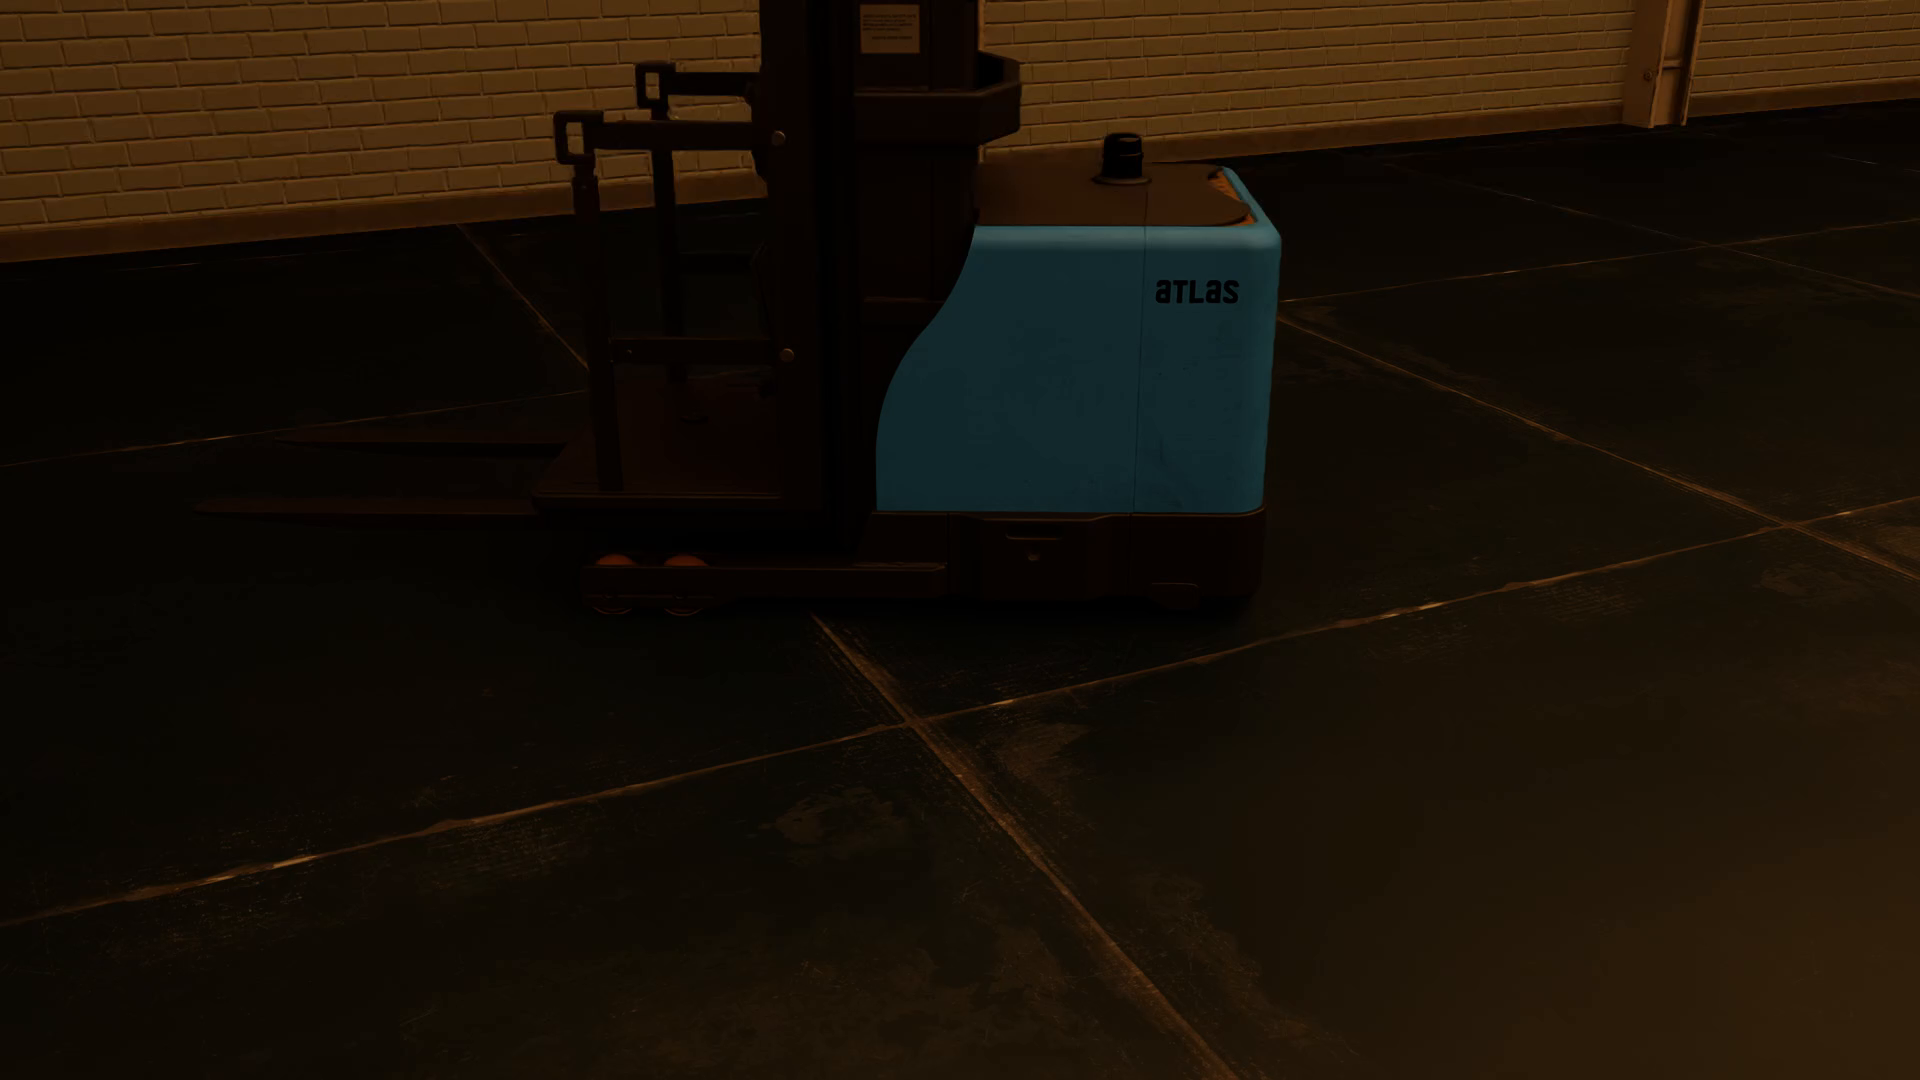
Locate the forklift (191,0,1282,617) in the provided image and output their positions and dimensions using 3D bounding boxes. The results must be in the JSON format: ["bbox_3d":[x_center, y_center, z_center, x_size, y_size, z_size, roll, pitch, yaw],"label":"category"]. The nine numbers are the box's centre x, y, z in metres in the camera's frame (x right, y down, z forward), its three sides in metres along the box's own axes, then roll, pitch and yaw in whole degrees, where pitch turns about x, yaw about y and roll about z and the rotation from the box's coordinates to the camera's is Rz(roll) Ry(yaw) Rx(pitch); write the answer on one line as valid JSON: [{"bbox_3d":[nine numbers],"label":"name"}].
[{"bbox_3d":[-0.666,-1.344,4.522,3.031,2.935,1.130,1,23,1],"label":"forklift"}]
